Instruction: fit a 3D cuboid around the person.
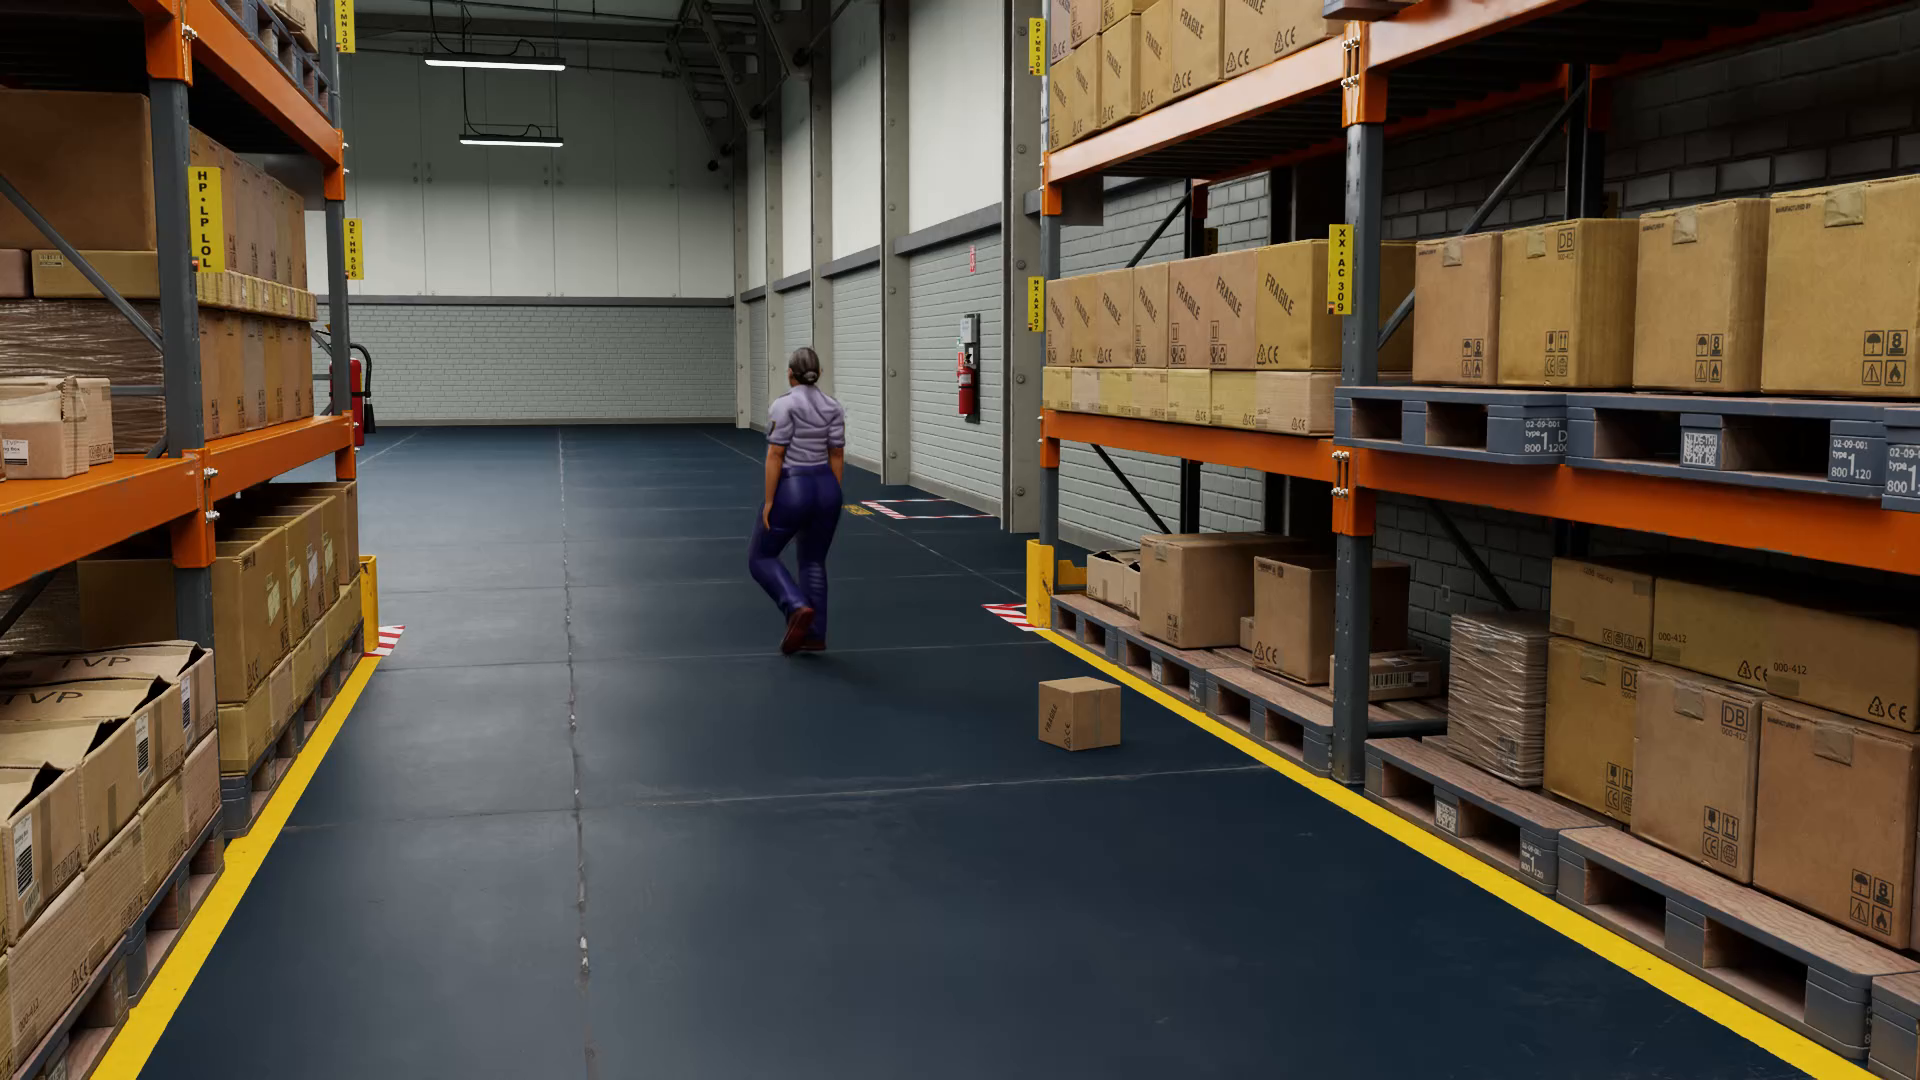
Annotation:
[{"bbox_3d":[-0.862,-0.243,8.923,0.499,1.575,0.435,-5,8,-37],"label":"person"}]
